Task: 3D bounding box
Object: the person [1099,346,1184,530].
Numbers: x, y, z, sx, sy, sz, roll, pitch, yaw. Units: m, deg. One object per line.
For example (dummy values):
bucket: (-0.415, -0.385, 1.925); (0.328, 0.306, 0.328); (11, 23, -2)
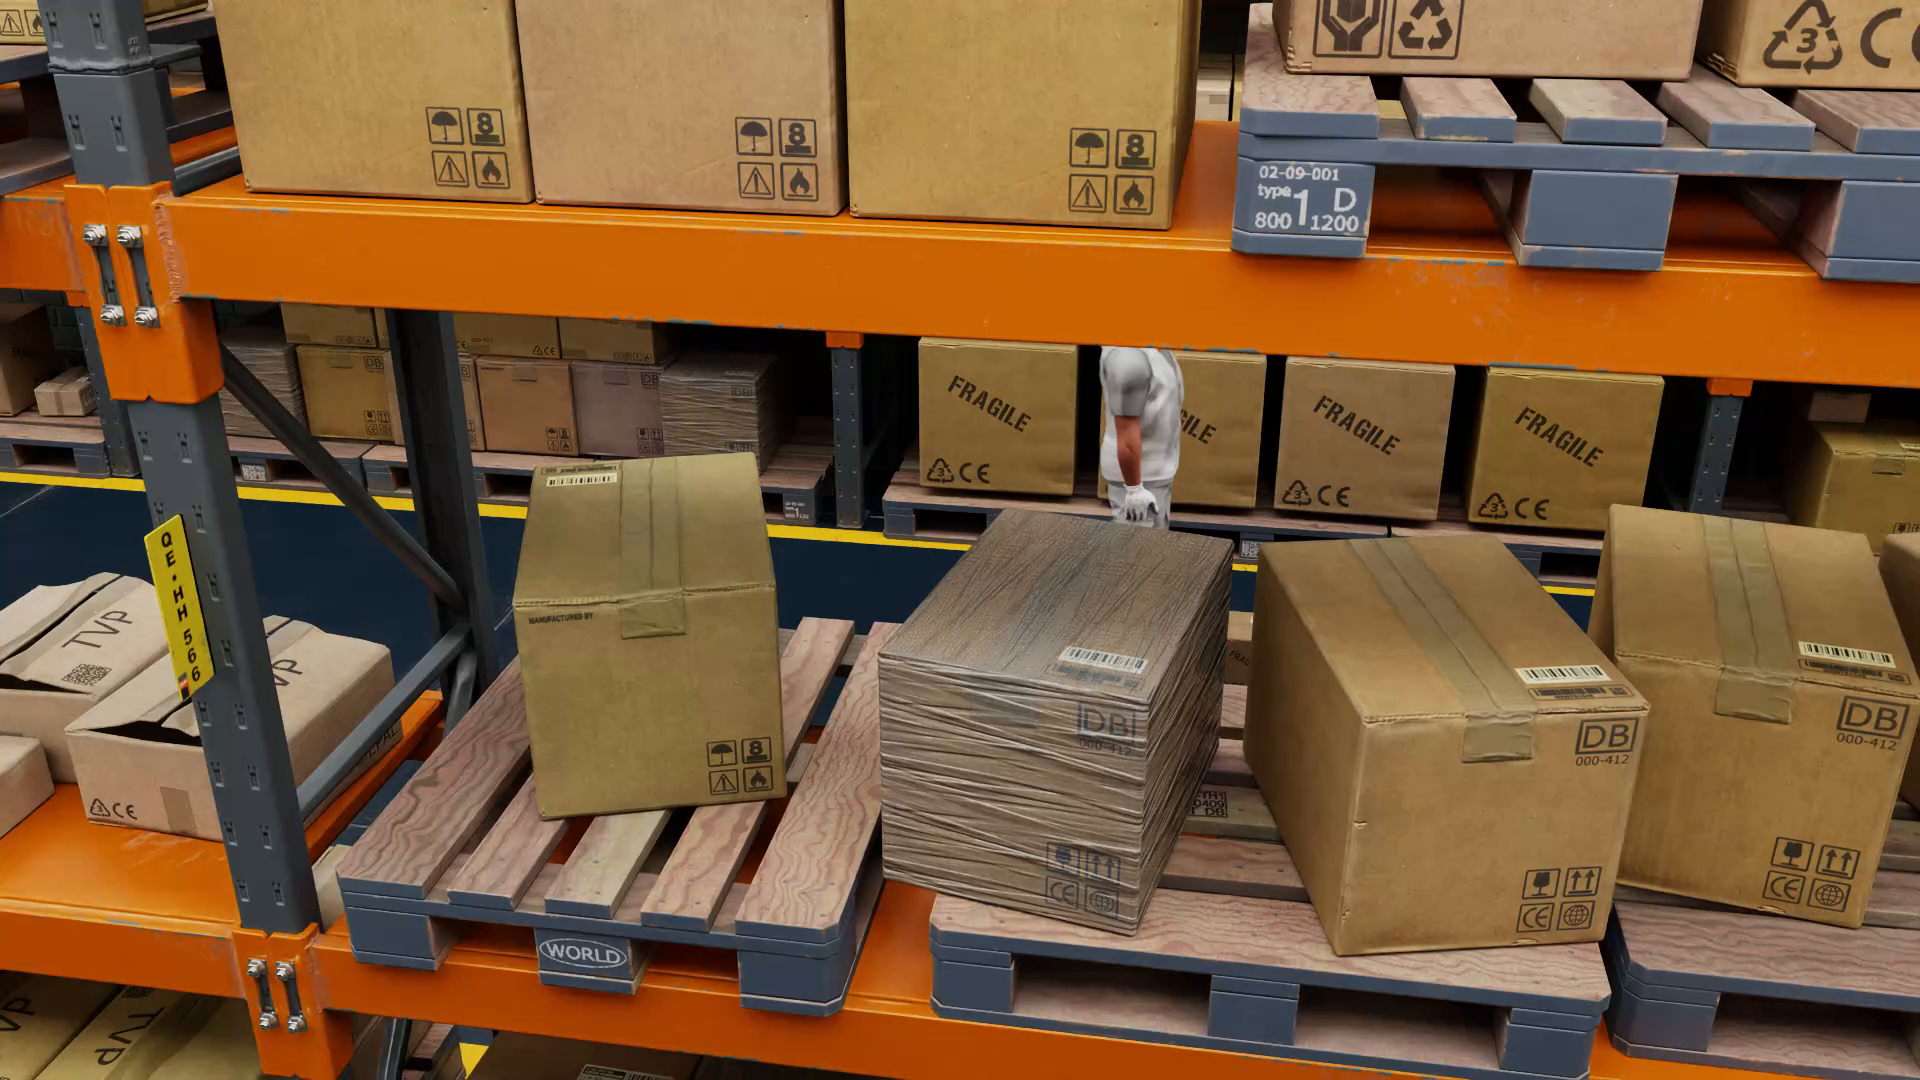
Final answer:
person: (0.728, -0.246, 6.674); (0.349, 1.834, 0.524); (5, 25, 10)
